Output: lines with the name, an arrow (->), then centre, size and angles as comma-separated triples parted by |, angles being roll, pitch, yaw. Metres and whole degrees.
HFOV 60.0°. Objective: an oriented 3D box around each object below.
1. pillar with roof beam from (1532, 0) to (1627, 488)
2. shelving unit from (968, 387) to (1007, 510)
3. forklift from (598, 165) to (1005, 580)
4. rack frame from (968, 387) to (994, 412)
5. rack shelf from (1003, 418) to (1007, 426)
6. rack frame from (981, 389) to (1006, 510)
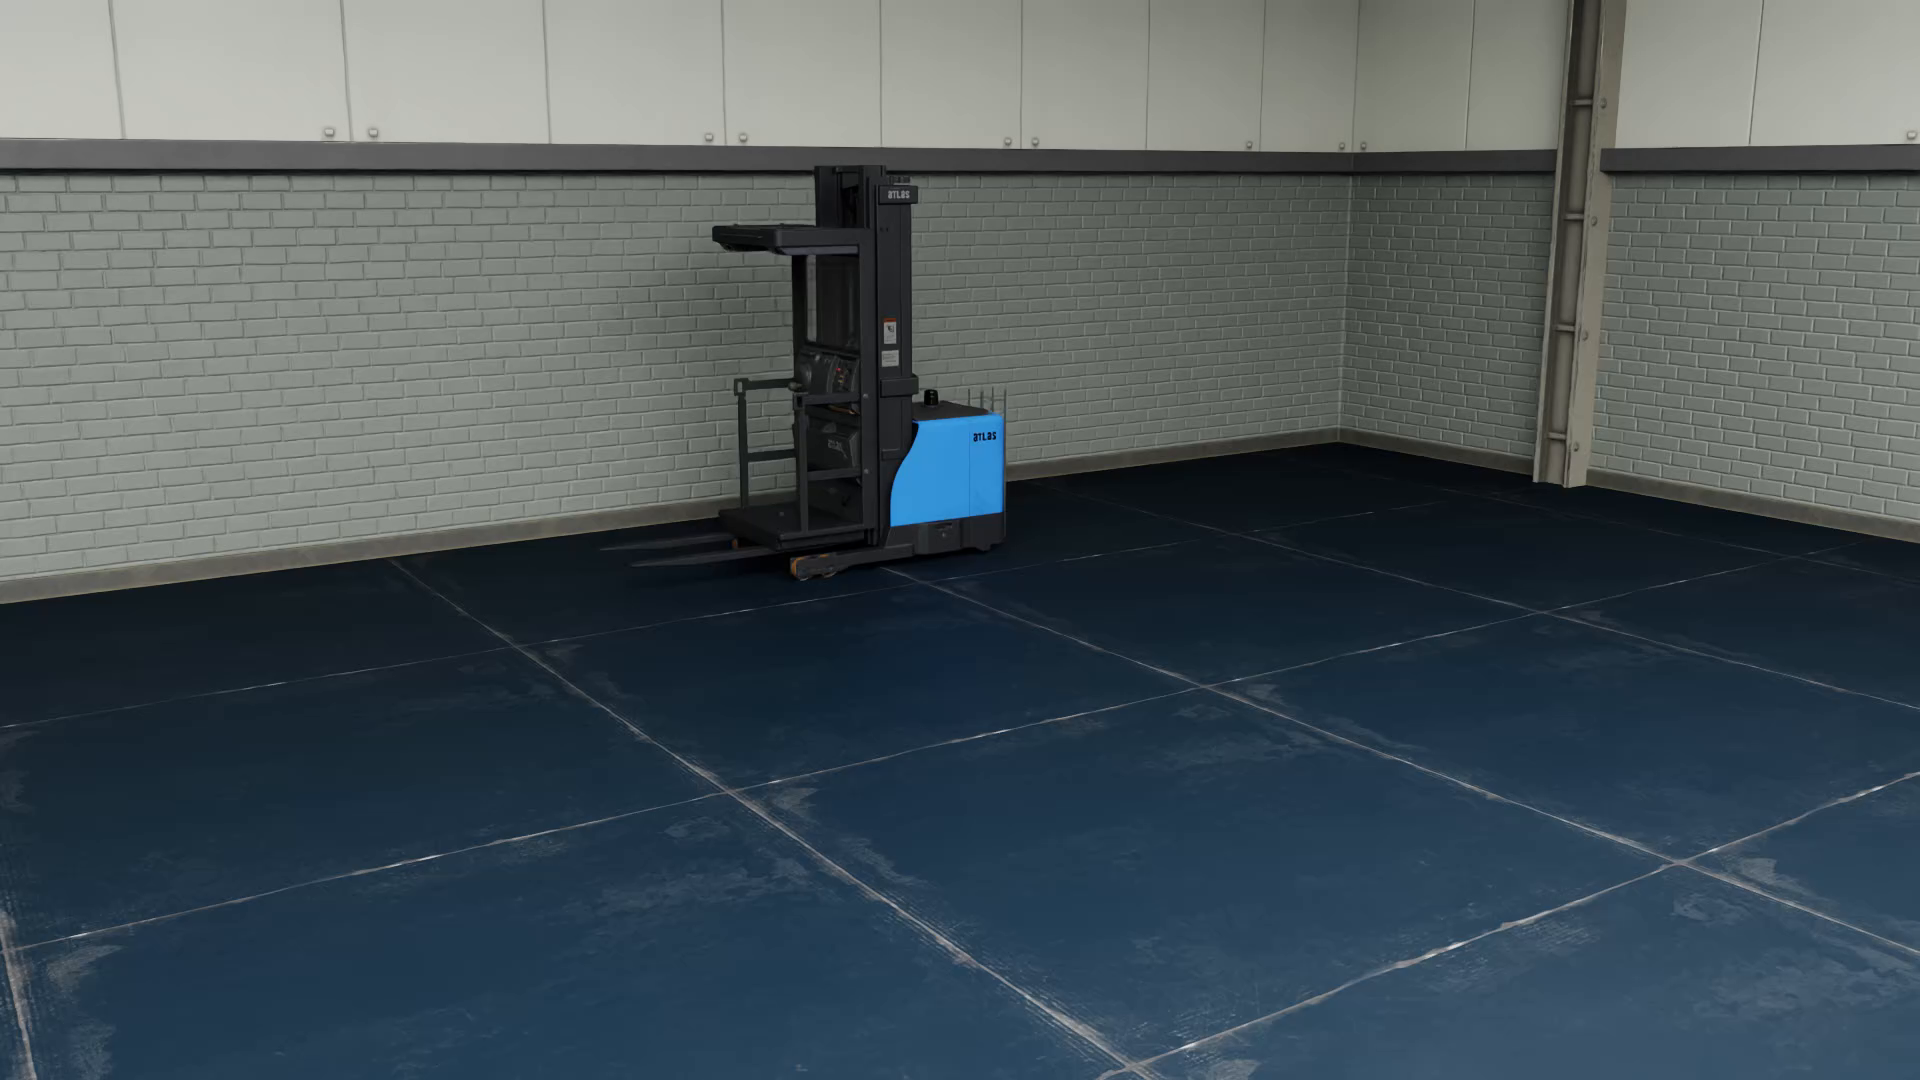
pillar with roof beam -> 2.131, -4.429, 12.552 | 9.100, 9.000, 0.400 | -8, 15, -33
shelving unit -> 0.216, -0.620, 13.386 | 0.258, 1.200, 0.189 | -8, 14, -32
forklift -> -1.168, -1.268, 12.300 | 3.031, 2.935, 1.130 | -8, 15, -32
rack frame -> 0.167, -0.636, 13.462 | 0.240, 1.200, 0.006 | -8, 14, -32
rack shelf -> 0.217, -0.928, 13.319 | 0.258, 0.103, 0.180 | -8, 14, -32
rack frame -> 0.265, -0.603, 13.311 | 0.240, 1.200, 0.006 | -8, 14, -32
